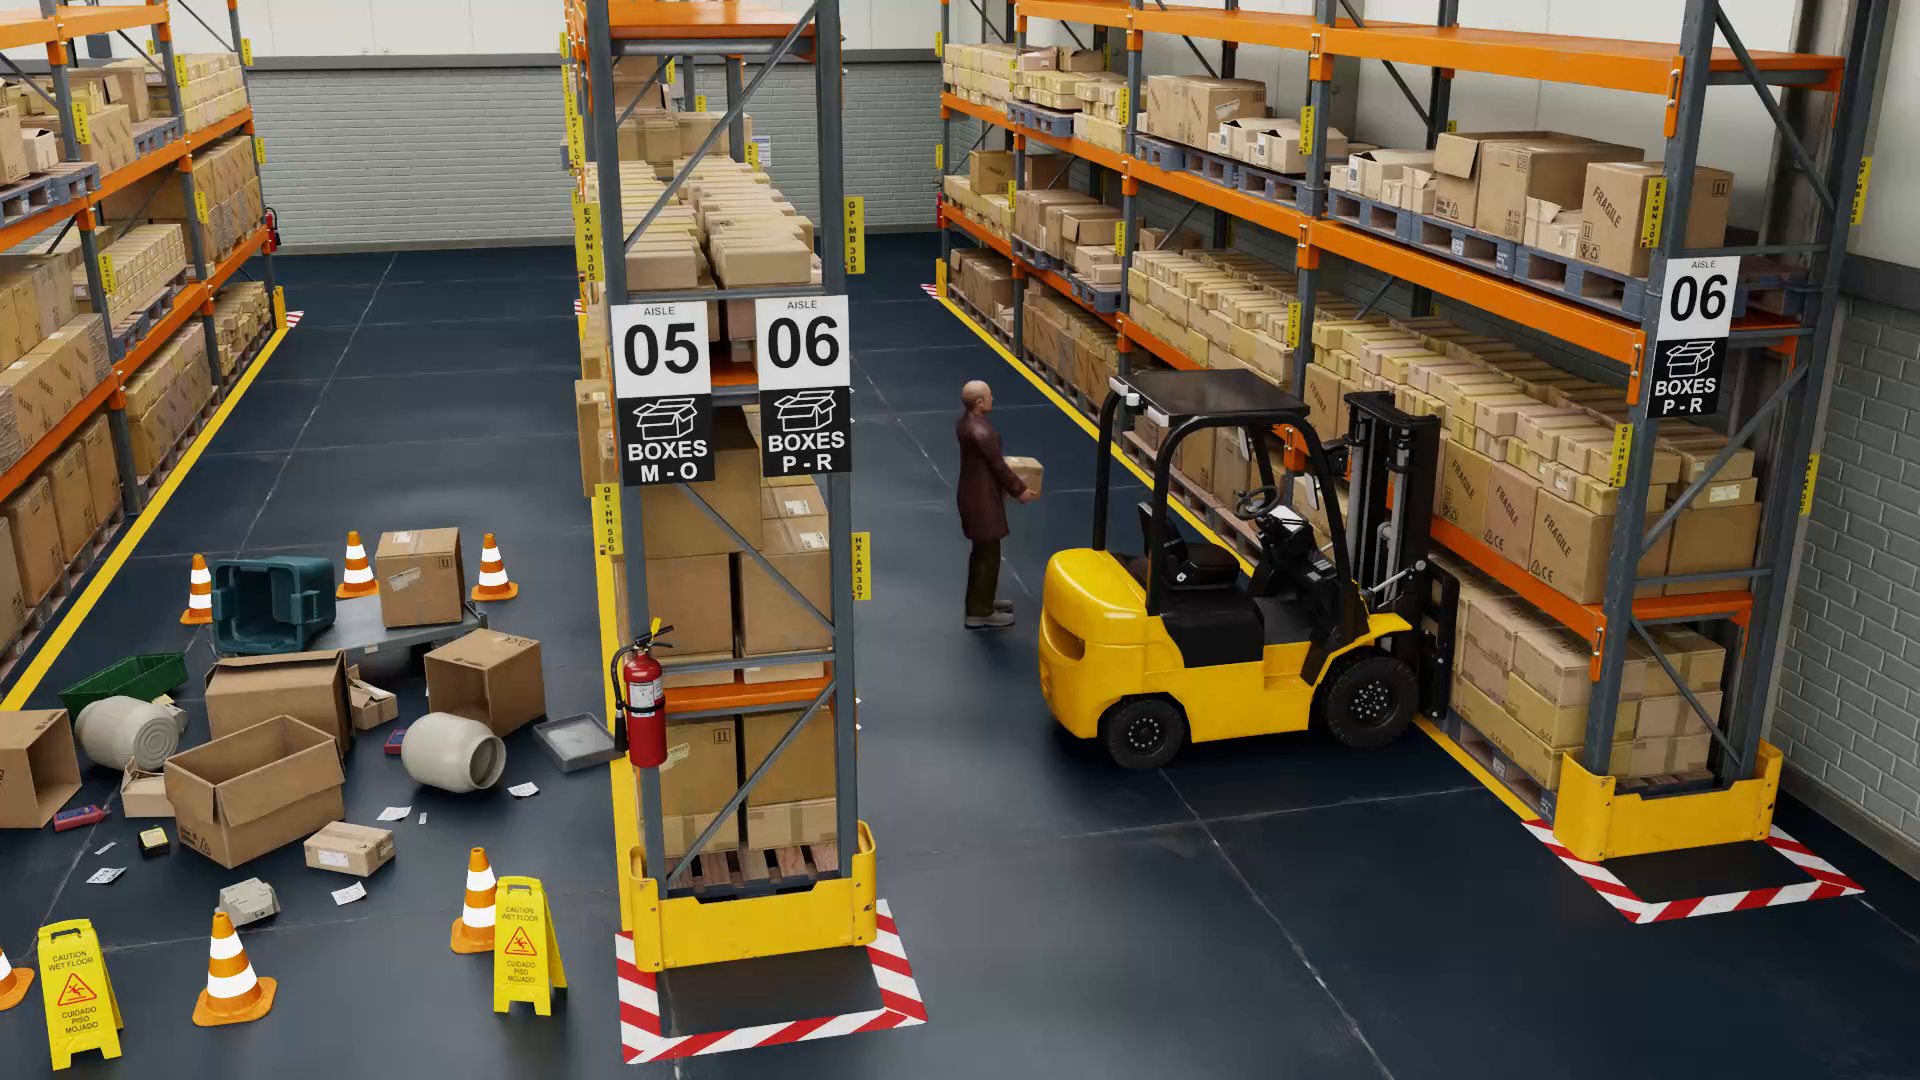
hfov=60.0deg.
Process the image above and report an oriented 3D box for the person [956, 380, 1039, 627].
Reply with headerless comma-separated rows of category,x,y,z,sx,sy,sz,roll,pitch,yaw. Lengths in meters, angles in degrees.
person,0.256,-0.277,11.887,0.553,1.779,0.524,-5,20,-13
